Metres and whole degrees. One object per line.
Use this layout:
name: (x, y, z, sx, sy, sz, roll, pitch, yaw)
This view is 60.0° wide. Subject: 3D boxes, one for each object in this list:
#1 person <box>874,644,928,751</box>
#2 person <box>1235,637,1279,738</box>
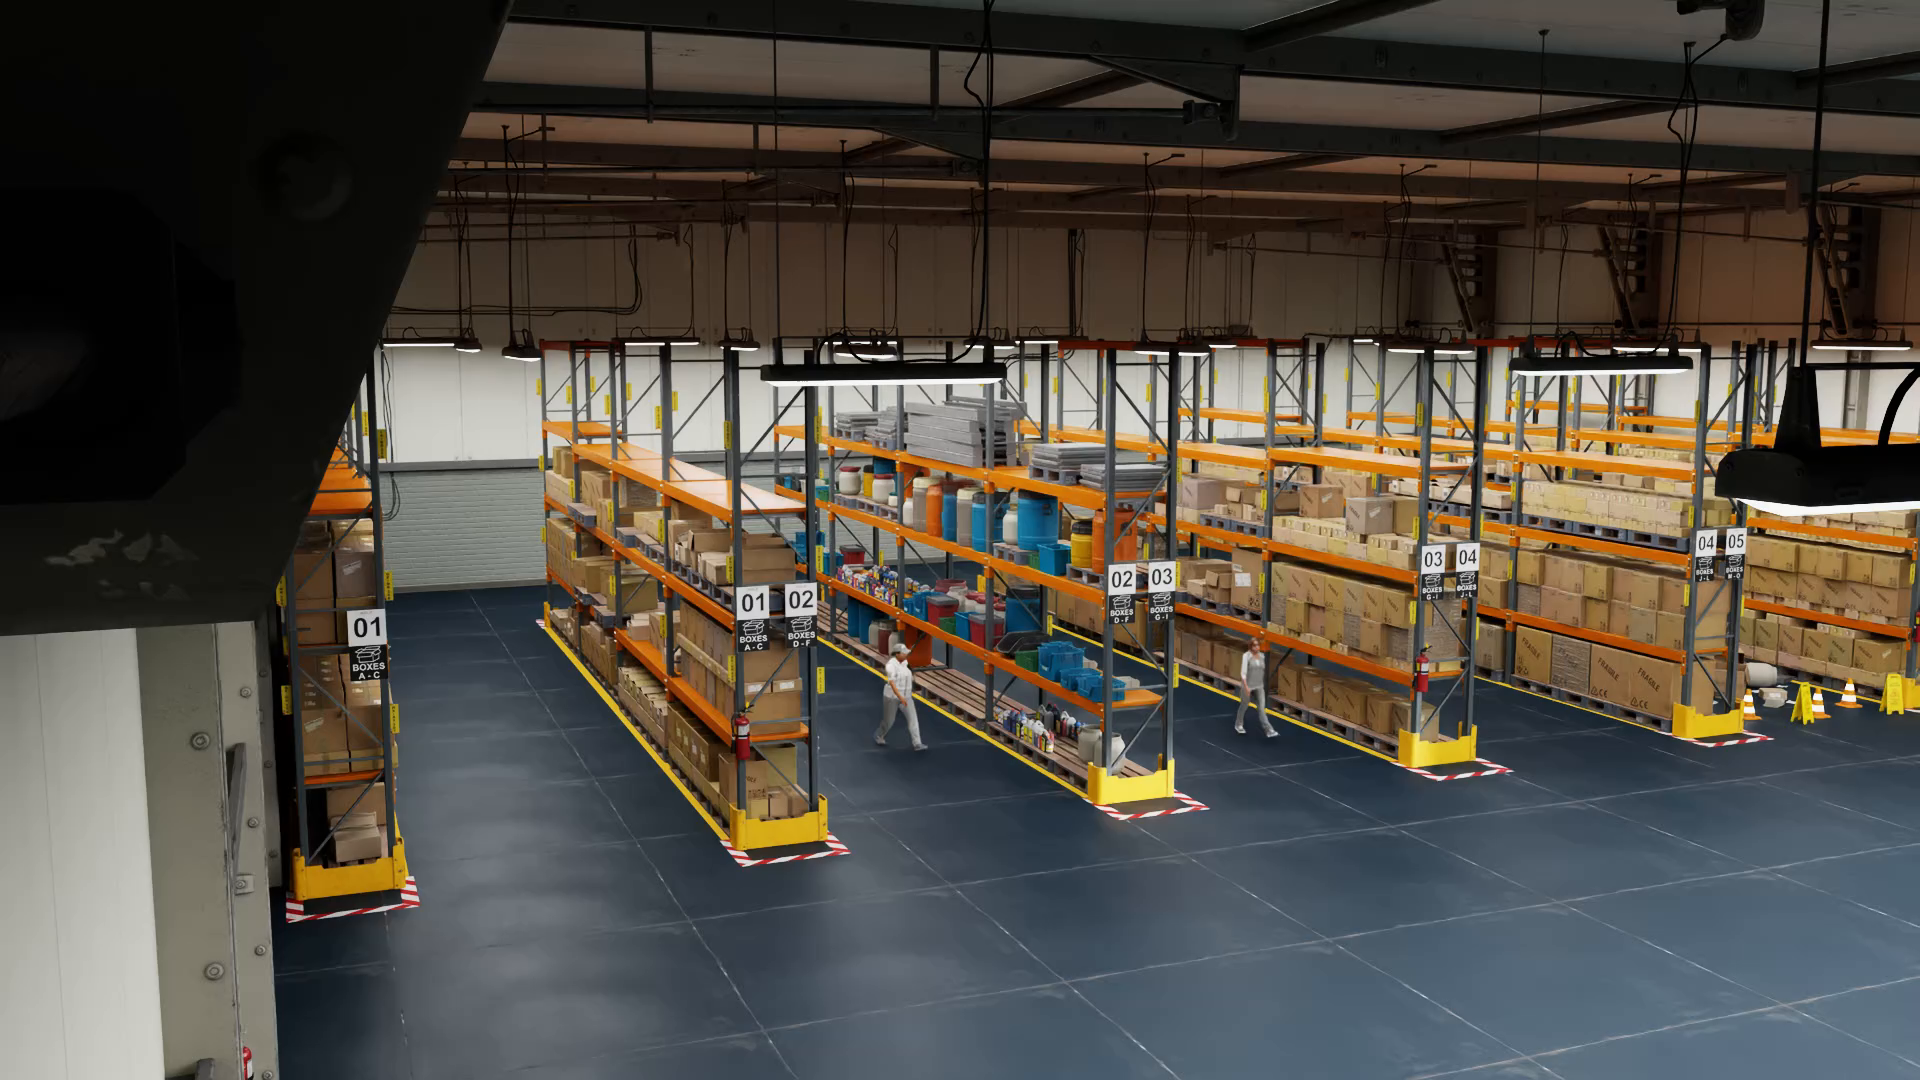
person: (-0.869, 2.329, 24.728, 0.457, 1.581, 1.089, -6, 10, -39)
person: (4.510, 2.310, 25.385, 0.448, 1.437, 0.996, -2, 8, -14)
